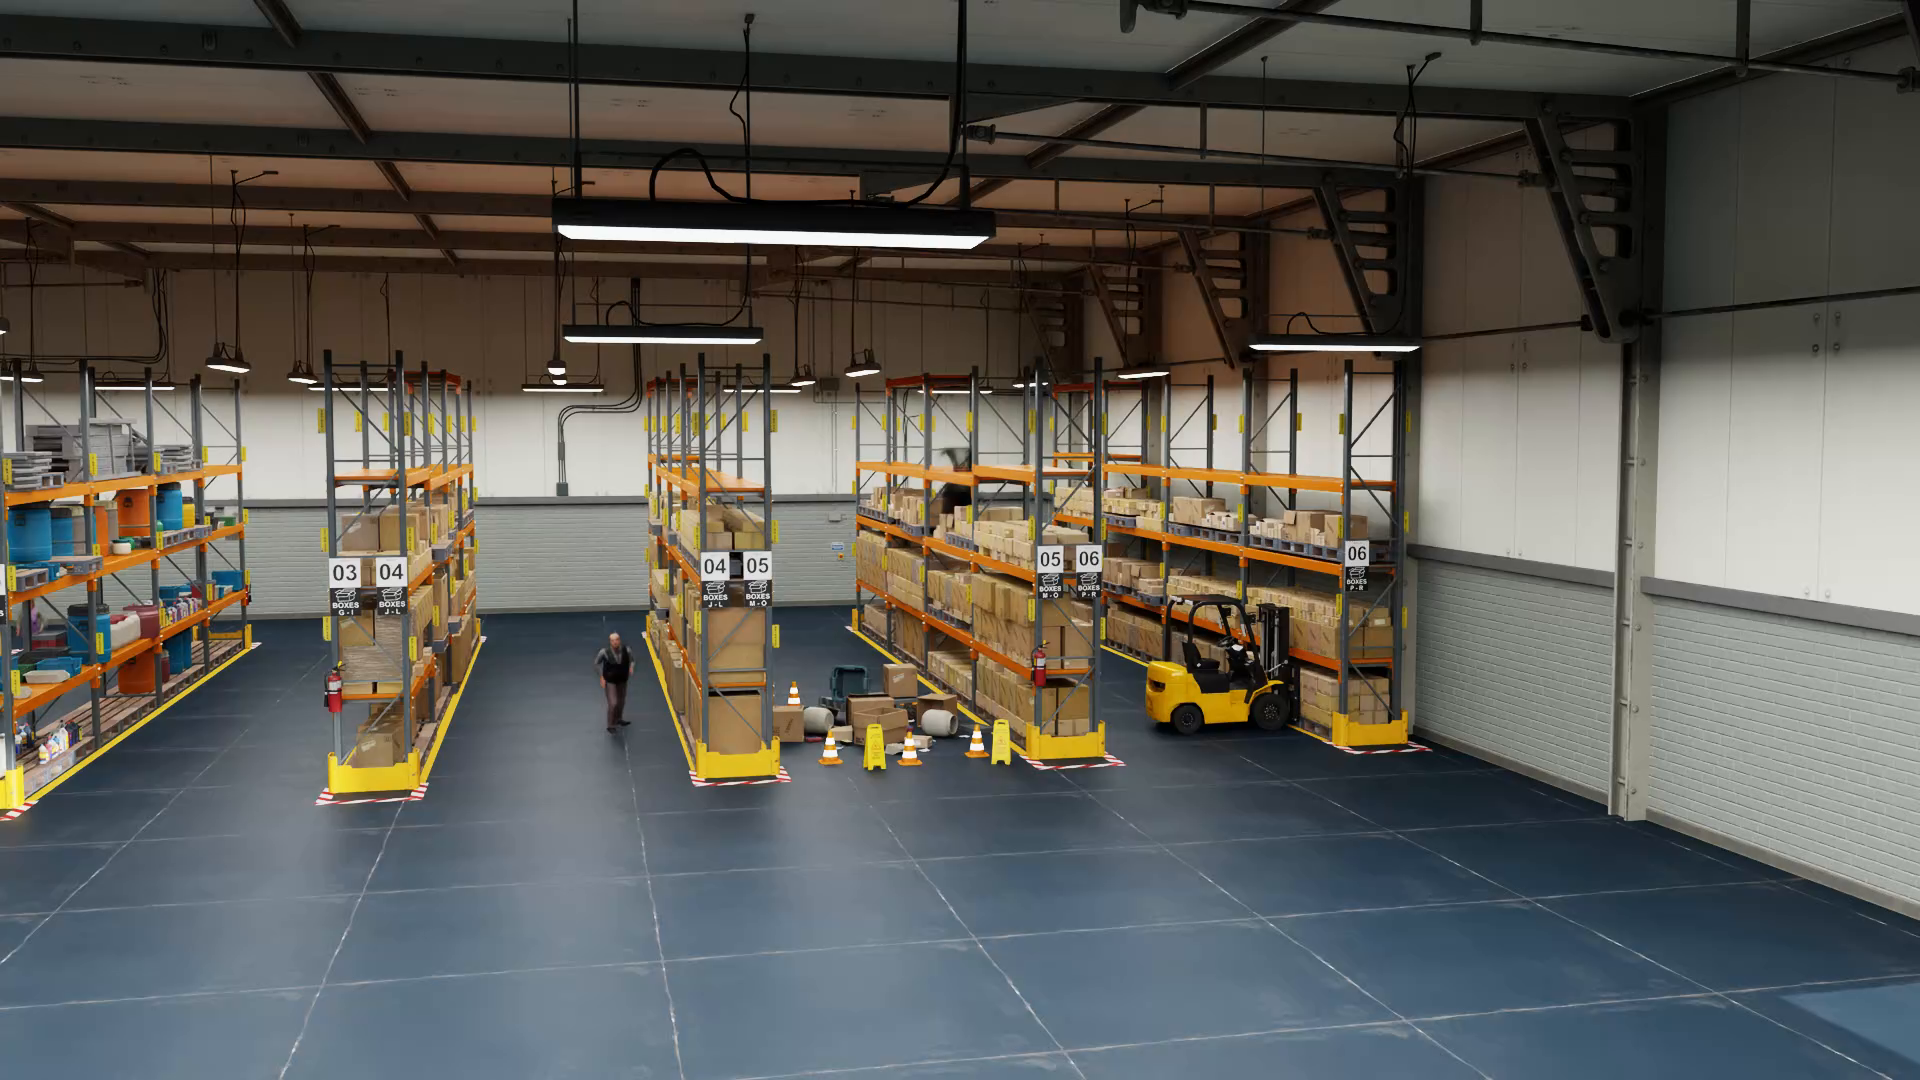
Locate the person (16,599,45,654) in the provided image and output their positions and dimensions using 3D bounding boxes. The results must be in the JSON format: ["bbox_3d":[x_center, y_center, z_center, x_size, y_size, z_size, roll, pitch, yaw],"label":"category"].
[{"bbox_3d":[-18.546,1.928,33.207,0.517,1.560,0.660,-1,4,-18],"label":"person"}]

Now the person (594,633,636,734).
[{"bbox_3d":[-5.570,2.326,27.068,0.711,1.678,0.894,-3,5,-40],"label":"person"}]
